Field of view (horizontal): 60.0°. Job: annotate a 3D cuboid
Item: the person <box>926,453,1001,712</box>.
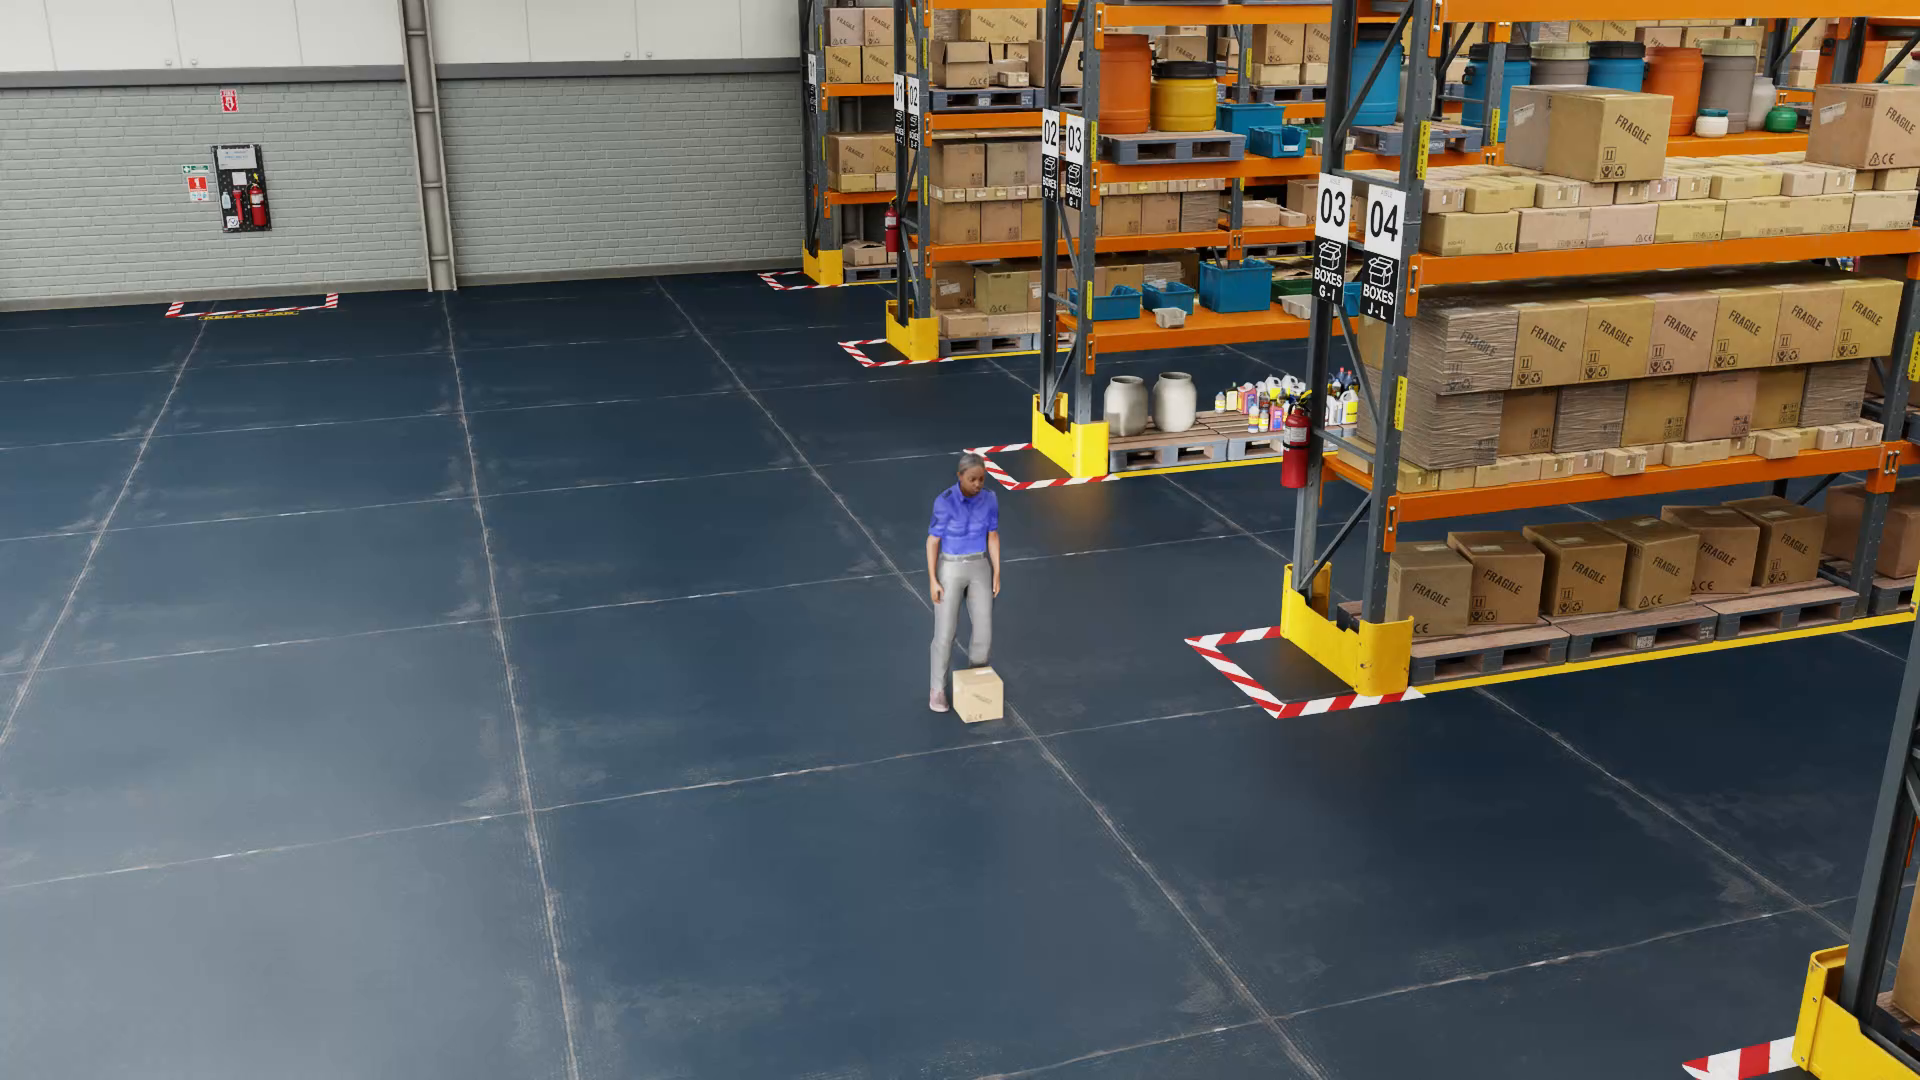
[{"bbox_3d":[0.025,0.237,10.402,0.512,1.653,0.352,-7,21,-19],"label":"person"}]
